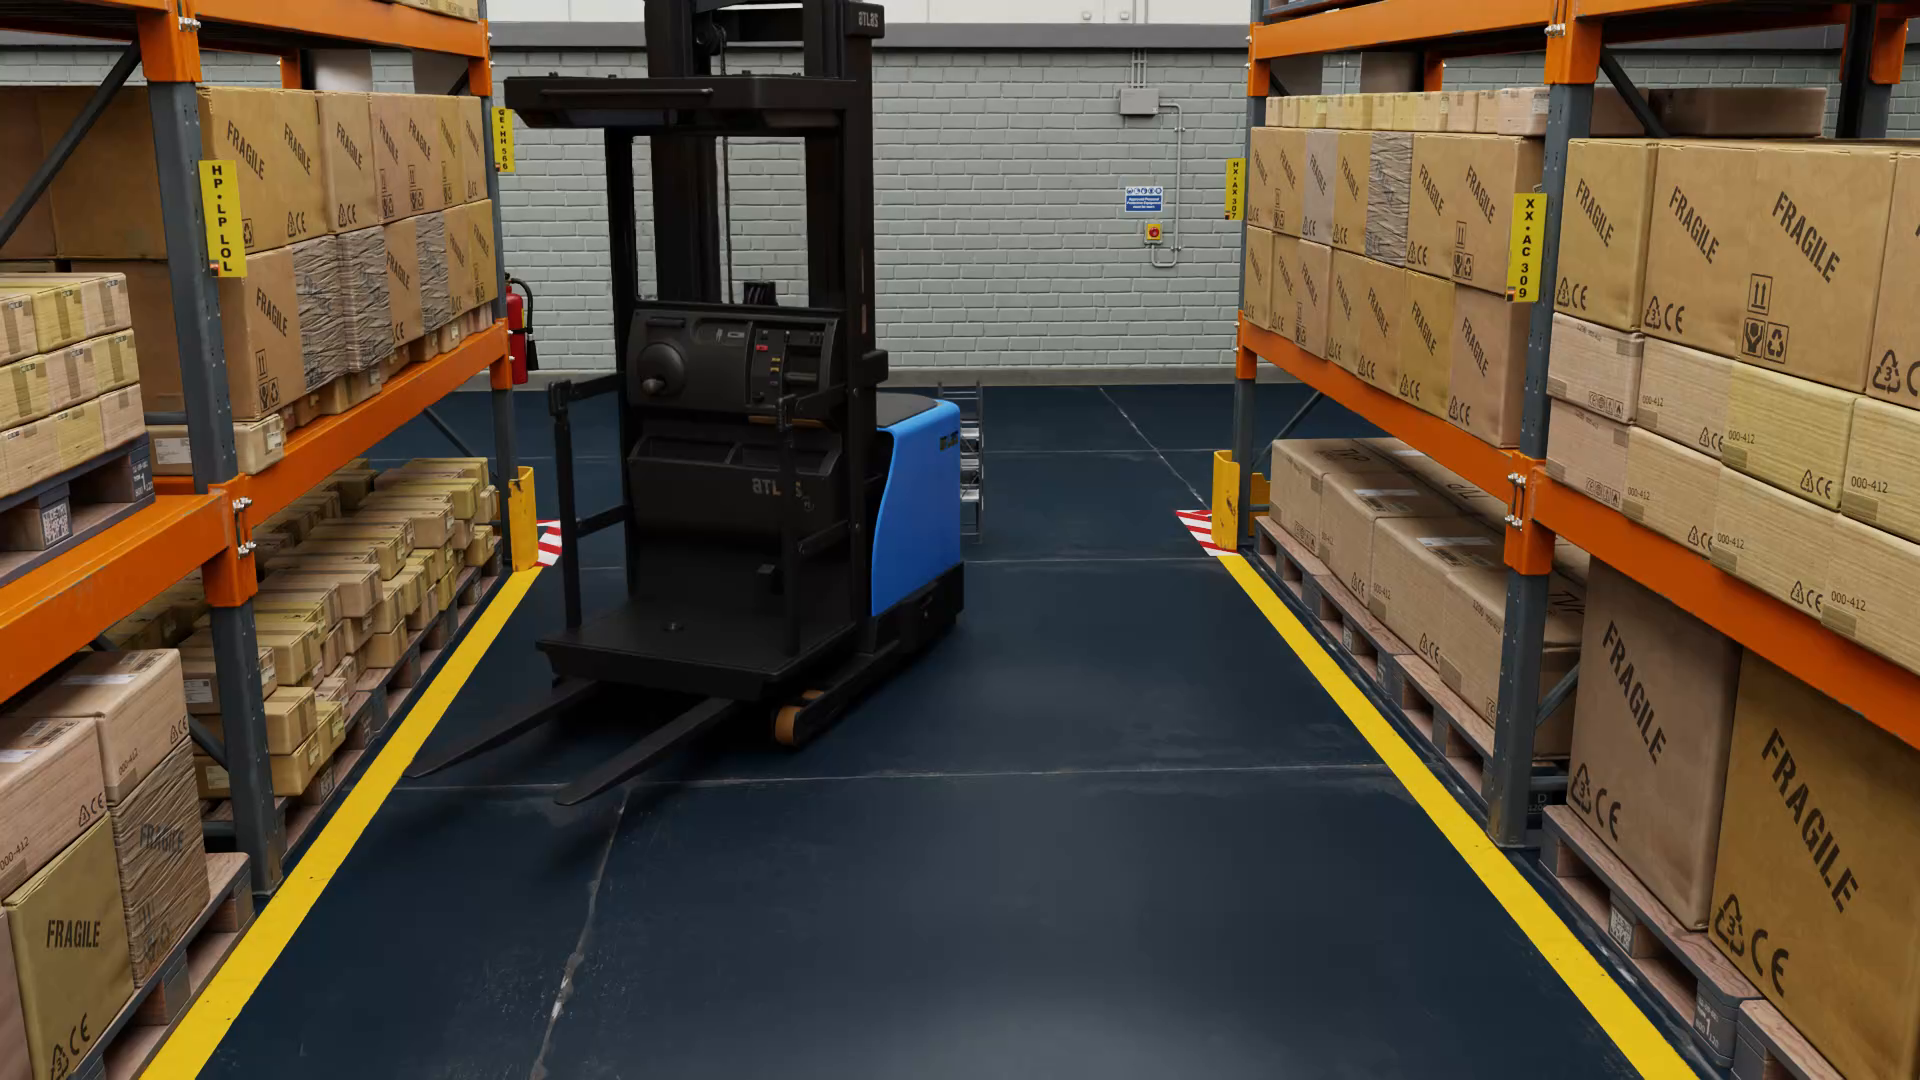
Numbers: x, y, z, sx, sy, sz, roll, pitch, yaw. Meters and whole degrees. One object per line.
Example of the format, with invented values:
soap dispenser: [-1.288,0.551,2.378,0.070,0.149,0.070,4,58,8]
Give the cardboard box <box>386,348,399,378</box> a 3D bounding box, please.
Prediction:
cardboard box: [-2.571,-0.752,6.932,0.380,0.149,0.250,-1,14,-2]

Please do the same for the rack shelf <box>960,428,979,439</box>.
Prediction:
rack shelf: [-3.716,-0.707,2.940,8.407,3.443,12.128,-1,14,-3]

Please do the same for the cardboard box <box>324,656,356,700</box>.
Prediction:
cardboard box: [-2.501,0.550,6.249,0.380,0.149,0.250,-1,14,-5]

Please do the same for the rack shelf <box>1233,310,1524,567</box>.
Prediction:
rack shelf: [2.160,-0.593,7.256,1.077,0.370,4.000,-1,14,-3]

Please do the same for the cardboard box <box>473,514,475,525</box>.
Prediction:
cardboard box: [-2.618,-0.112,8.222,0.380,0.149,0.250,-1,14,-5]

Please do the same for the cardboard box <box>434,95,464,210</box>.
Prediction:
cardboard box: [-2.590,-1.778,7.614,0.500,0.500,0.500,-1,14,-5]

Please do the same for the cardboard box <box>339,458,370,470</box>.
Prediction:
cardboard box: [-3.205,-0.313,8.407,0.380,0.149,0.250,-2,15,-6]

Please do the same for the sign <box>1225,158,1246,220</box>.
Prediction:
sign: [1.482,-1.890,8.954,0.100,0.325,0.005,-1,14,-3]

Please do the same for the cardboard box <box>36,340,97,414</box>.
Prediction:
cardboard box: [-2.411,-0.407,4.153,0.380,0.149,0.250,-1,14,-3]

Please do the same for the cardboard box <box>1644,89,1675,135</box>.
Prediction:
cardboard box: [2.492,-1.437,5.583,0.380,0.149,0.250,-1,14,-3]

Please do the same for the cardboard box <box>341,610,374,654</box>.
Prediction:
cardboard box: [-2.517,0.338,6.475,0.380,0.149,0.250,0,14,-1]

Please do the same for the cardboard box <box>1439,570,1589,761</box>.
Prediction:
cardboard box: [2.352,0.435,6.114,0.875,0.438,0.875,-1,14,-4]

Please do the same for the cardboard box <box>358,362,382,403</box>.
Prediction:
cardboard box: [-2.471,-0.623,6.433,0.380,0.149,0.250,0,14,-1]

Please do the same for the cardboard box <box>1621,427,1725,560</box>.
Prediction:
cardboard box: [2.081,-0.129,4.311,0.500,0.250,0.500,-1,14,-5]

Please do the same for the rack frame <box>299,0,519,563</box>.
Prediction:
rack frame: [-2.898,-1.338,8.705,1.000,3.000,0.127,-1,14,-3]

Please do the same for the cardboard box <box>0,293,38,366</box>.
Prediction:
cardboard box: [-2.399,-0.485,3.858,0.380,0.149,0.250,-1,14,-5]

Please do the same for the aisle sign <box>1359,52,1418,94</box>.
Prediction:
aisle sign: [2.341,-2.721,8.864,0.394,0.787,0.004,-1,14,-3]

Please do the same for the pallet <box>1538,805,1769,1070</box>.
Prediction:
pallet: [2.407,1.097,4.839,1.003,0.211,1.213,-1,14,-3]

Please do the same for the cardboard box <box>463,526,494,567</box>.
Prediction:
cardboard box: [-2.540,0.030,8.269,0.380,0.149,0.250,0,14,-2]

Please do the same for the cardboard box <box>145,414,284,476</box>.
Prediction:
cardboard box: [-2.341,-0.297,5.163,0.380,0.149,0.250,0,14,-1]

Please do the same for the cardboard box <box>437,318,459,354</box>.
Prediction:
cardboard box: [-2.548,-0.951,7.709,0.380,0.149,0.250,0,14,-2]

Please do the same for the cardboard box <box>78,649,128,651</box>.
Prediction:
cardboard box: [-2.932,0.462,5.396,0.380,0.149,0.250,0,14,-2]

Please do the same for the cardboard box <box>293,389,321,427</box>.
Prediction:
cardboard box: [-2.511,-0.493,5.926,0.380,0.149,0.250,-2,15,-6]

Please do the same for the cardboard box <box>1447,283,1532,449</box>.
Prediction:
cardboard box: [2.000,-0.604,5.654,0.500,0.500,0.500,-1,14,-3]

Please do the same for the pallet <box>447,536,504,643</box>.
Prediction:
pallet: [-2.878,0.234,8.192,1.003,0.211,1.213,-1,14,-3]

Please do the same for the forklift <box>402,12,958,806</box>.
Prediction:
forklift: [2.355,-1.810,6.109,7.407,5.209,9.711,6,15,21]

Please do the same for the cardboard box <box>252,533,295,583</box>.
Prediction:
cardboard box: [-2.992,0.075,6.899,0.380,0.149,0.250,-1,14,-3]

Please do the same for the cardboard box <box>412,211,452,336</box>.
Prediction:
cardboard box: [-2.546,-1.168,7.249,0.500,0.500,0.500,-1,14,-3]

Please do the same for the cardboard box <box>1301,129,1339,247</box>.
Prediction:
cardboard box: [1.860,-1.592,7.485,0.500,0.500,0.500,-1,14,-4]

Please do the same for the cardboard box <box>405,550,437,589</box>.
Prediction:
cardboard box: [-2.504,0.144,7.227,0.380,0.149,0.250,0,14,-1]

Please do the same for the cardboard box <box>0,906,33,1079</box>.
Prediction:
cardboard box: [-2.294,1.100,3.405,0.500,0.500,0.500,-1,14,-5]

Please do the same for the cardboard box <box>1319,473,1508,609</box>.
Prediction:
cardboard box: [2.242,-0.012,7.851,0.875,0.438,0.875,0,14,-2]

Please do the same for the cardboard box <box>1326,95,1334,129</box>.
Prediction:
cardboard box: [1.874,-1.933,7.511,0.380,0.149,0.250,-1,14,-3]

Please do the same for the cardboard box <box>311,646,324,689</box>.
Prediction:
cardboard box: [-2.510,0.474,5.947,0.380,0.149,0.250,-1,14,-4]

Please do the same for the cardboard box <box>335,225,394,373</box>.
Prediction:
cardboard box: [-2.463,-0.911,6.250,0.500,0.500,0.500,-1,14,-5]

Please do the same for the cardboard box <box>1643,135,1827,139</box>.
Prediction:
cardboard box: [2.496,-1.099,5.571,0.500,0.500,0.500,-1,14,-3]

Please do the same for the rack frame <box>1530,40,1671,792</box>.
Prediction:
rack frame: [2.287,-0.444,5.233,0.949,2.616,0.053,-1,14,-3]

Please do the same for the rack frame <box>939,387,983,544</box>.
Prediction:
rack frame: [0.006,-0.413,9.324,0.240,0.900,0.006,-1,14,-3]

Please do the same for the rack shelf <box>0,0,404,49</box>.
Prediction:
rack shelf: [-2.774,-2.014,6.470,0.831,0.071,3.687,-1,14,-3]

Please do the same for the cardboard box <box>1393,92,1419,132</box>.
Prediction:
cardboard box: [1.931,-1.682,6.533,0.380,0.149,0.250,-1,14,-5]

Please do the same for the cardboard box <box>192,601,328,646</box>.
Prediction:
cardboard box: [-2.488,0.326,5.924,0.392,0.149,0.269,0,14,-1]

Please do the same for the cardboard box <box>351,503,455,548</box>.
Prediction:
cardboard box: [-2.486,-0.063,7.438,0.380,0.149,0.250,0,14,-1]

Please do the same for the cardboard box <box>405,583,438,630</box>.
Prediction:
cardboard box: [-2.506,0.289,7.262,0.380,0.149,0.250,-1,14,-2]

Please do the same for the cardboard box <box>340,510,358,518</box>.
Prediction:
cardboard box: [-3.058,-0.042,7.950,0.380,0.149,0.250,-1,14,-3]

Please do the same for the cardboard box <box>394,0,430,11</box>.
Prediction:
cardboard box: [-2.550,-2.358,6.953,0.500,0.250,0.500,0,14,-1]

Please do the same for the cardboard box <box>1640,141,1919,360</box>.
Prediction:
cardboard box: [2.084,-0.737,4.164,0.500,0.500,0.500,-1,14,-4]

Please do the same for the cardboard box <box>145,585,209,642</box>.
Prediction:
cardboard box: [-2.948,0.272,6.136,0.380,0.149,0.250,0,14,-2]

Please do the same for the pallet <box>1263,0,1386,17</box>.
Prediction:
pallet: [2.093,-2.664,8.020,1.003,0.211,1.213,-1,14,-3]

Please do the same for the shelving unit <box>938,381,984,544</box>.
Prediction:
shelving unit: [-3.707,-0.416,3.020,8.426,4.047,12.137,-1,14,-3]

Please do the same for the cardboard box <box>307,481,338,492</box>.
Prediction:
cardboard box: [-3.180,-0.181,7.896,0.380,0.149,0.250,-1,14,-4]

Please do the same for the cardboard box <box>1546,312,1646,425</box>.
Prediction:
cardboard box: [2.030,-0.500,4.747,0.500,0.250,0.500,-1,14,-5]

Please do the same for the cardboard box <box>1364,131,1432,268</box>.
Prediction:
cardboard box: [-0.145,0.070,4.217,4.865,2.090,5.455,-1,14,-3]

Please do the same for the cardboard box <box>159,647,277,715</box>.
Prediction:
cardboard box: [-2.465,0.458,5.413,0.380,0.149,0.250,0,14,-1]
